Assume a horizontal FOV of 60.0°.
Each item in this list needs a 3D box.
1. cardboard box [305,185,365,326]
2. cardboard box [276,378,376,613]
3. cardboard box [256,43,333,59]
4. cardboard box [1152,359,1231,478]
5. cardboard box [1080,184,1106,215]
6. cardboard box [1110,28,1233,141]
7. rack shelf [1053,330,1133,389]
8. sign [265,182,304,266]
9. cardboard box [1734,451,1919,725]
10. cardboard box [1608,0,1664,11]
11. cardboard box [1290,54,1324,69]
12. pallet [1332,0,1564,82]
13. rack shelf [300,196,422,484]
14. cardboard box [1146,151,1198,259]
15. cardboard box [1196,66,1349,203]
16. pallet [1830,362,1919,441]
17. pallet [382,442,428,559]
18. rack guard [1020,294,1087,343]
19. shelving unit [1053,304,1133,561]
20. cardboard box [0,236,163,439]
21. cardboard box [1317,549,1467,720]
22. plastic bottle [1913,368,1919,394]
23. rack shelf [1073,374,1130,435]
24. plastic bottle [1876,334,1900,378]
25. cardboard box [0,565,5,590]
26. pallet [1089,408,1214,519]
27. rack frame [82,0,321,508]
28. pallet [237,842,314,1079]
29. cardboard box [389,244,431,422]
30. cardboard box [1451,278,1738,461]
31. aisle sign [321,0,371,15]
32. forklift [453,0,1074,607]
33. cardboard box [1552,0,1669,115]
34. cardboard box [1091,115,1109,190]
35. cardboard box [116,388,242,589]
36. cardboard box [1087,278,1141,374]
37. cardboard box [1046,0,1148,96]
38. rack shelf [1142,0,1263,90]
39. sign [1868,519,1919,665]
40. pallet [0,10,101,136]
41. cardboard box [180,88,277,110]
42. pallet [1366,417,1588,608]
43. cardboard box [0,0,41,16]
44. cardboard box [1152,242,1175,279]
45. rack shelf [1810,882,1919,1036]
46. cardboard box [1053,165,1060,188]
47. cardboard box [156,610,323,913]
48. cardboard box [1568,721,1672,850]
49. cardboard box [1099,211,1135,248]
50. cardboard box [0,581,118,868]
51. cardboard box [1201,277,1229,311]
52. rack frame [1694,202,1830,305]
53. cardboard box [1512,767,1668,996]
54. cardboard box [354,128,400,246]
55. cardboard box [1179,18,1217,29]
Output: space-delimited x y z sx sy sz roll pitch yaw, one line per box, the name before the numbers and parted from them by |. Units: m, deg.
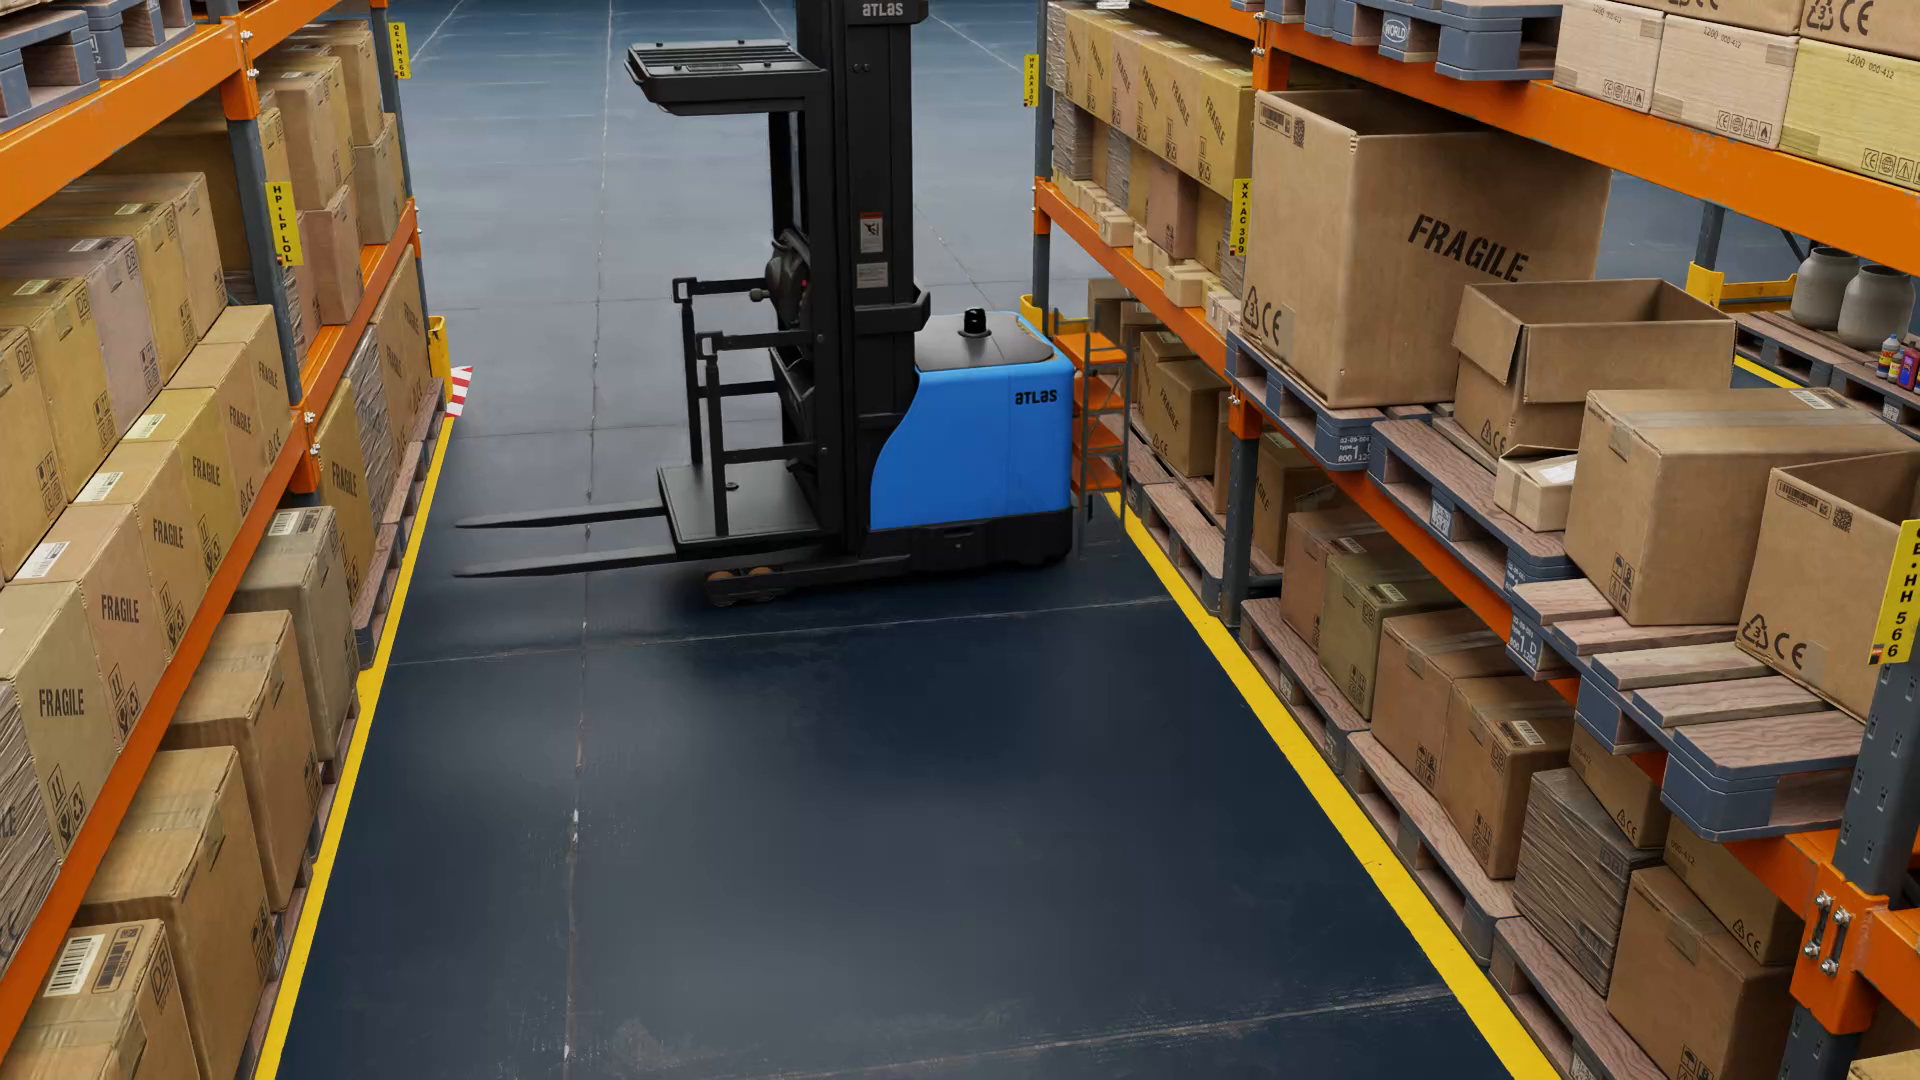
cardboard box | -3.349 -1.337 7.875 0.875 0.550 0.550 -4 24 -10
cardboard box | -3.208 -0.159 7.497 0.875 0.875 0.875 -4 24 -9
cardboard box | -3.707 -2.236 8.586 0.875 0.550 0.550 -4 24 -10
cardboard box | 1.393 -0.686 9.170 0.500 0.500 0.500 -6 24 -14
cardboard box | 0.937 -2.048 10.005 0.380 0.149 0.250 -4 24 -10
cardboard box | 1.105 -2.402 8.757 0.500 0.500 0.500 -4 24 -10
rack shelf | 0.660 -0.911 8.354 0.258 0.148 0.480 -6 24 -14
sign | -2.629 -1.226 6.462 0.100 0.325 0.005 -4 24 -10
cardboard box | 2.333 0.110 4.100 0.500 0.500 0.500 -7 25 -16
cardboard box | 1.956 -1.657 4.300 0.500 0.500 0.500 -4 24 -9
cardboard box | 1.805 -2.048 7.946 0.500 0.500 0.500 -4 24 -10
pallet | 1.937 -1.645 5.256 1.213 0.211 1.003 -4 24 -10
rack shelf | -3.530 -1.145 8.523 1.077 0.370 4.000 -4 24 -10
cardboard box | 1.461 -1.767 8.552 0.875 0.500 0.500 -4 24 -10
cardboard box | 1.379 -1.812 7.406 0.500 0.500 0.500 -4 24 -10
pallet | 6.288 -0.852 10.437 1.003 0.211 1.213 -4 24 -10
pallet | -3.453 -0.196 8.935 1.003 0.211 1.213 -4 24 -10
rack guard | 1.007 -1.413 11.361 1.175 0.500 0.348 -4 24 -10
shelving unit | 0.660 -0.551 8.512 0.258 1.200 0.503 -6 24 -14
cardboard box | -2.873 -0.596 4.993 0.700 0.500 0.500 -4 24 -9
cardboard box | 1.895 0.361 6.750 0.700 0.500 0.500 -4 24 -10
plastic bottle | 5.953 -1.035 10.232 0.097 0.271 0.097 0 24 0
rack shelf | 0.660 -0.694 8.449 0.258 0.148 0.480 -6 24 -14
plastic bottle | 5.890 -1.170 10.541 0.097 0.271 0.097 0 24 0
cardboard box | -2.589 0.005 3.616 0.700 0.500 0.500 -5 24 -11
pallet | 1.345 -0.480 9.585 1.003 0.211 1.213 -4 24 -10
rack frame | -3.160 -0.688 6.577 1.000 3.000 0.127 -4 24 -10
pallet | -2.715 1.369 5.352 1.003 0.211 1.213 -4 24 -10
cardboard box | -3.710 -1.218 9.921 0.875 0.875 0.875 -4 24 -9
cardboard box | 2.144 -0.580 5.677 0.797 0.503 0.637 -2 24 -4
aisle sign | -3.618 -3.503 9.774 0.394 0.787 0.004 -4 24 -10
forklift | -1.003 -1.257 7.966 3.031 2.935 1.130 -6 24 -14
cardboard box | 1.948 -1.308 4.438 0.500 0.250 0.500 -4 24 -8
cardboard box | 1.278 -2.365 9.920 0.875 0.500 0.500 -4 24 -10
cardboard box | -2.614 -0.151 5.222 0.500 0.500 0.500 -4 24 -9
cardboard box | 1.092 -1.389 10.780 0.500 0.500 0.500 0 24 0
cardboard box | 0.827 -2.992 10.108 0.500 0.500 0.500 -4 24 -10
rack shelf | 1.363 -2.847 8.672 1.077 0.370 4.000 -4 24 -10
sign | 1.941 0.108 3.408 0.100 0.325 0.005 -4 24 -10
pallet | -2.802 -1.092 3.990 1.003 0.211 1.213 -3 24 -7
cardboard box | -3.411 -1.607 7.145 0.875 0.550 0.550 -4 24 -10
pallet | 2.066 -0.130 5.539 1.003 0.211 1.213 -4 24 -10
cardboard box | -2.526 -1.387 3.891 0.500 0.311 0.500 -5 24 -11
cardboard box | 1.222 -1.458 8.655 0.380 0.149 0.250 -4 24 -10
rack shelf | 2.842 1.674 2.067 1.077 0.370 4.000 -4 24 -10
cardboard box | 0.811 -2.344 10.682 0.380 0.149 0.250 -4 24 -10
cardboard box | -2.783 0.768 5.530 1.050 0.750 0.750 -4 24 -10
cardboard box | 2.211 0.689 5.061 0.500 0.250 0.500 -2 24 -4
cardboard box | 0.994 -1.747 9.315 0.380 0.149 0.250 -4 24 -10
cardboard box | -2.335 0.443 3.862 0.500 0.500 0.500 -5 24 -10
cardboard box | 1.380 -1.165 7.983 0.380 0.149 0.250 -4 24 -10
rack frame | 5.861 -2.955 11.769 1.000 3.000 0.127 -4 24 -10
cardboard box | 2.214 1.023 5.234 0.700 0.500 0.500 -6 24 -14
cardboard box | -3.664 -1.973 9.332 0.875 0.550 0.550 -4 24 -10
cardboard box | 1.526 -2.638 9.296 0.500 0.500 0.500 -4 24 -10
